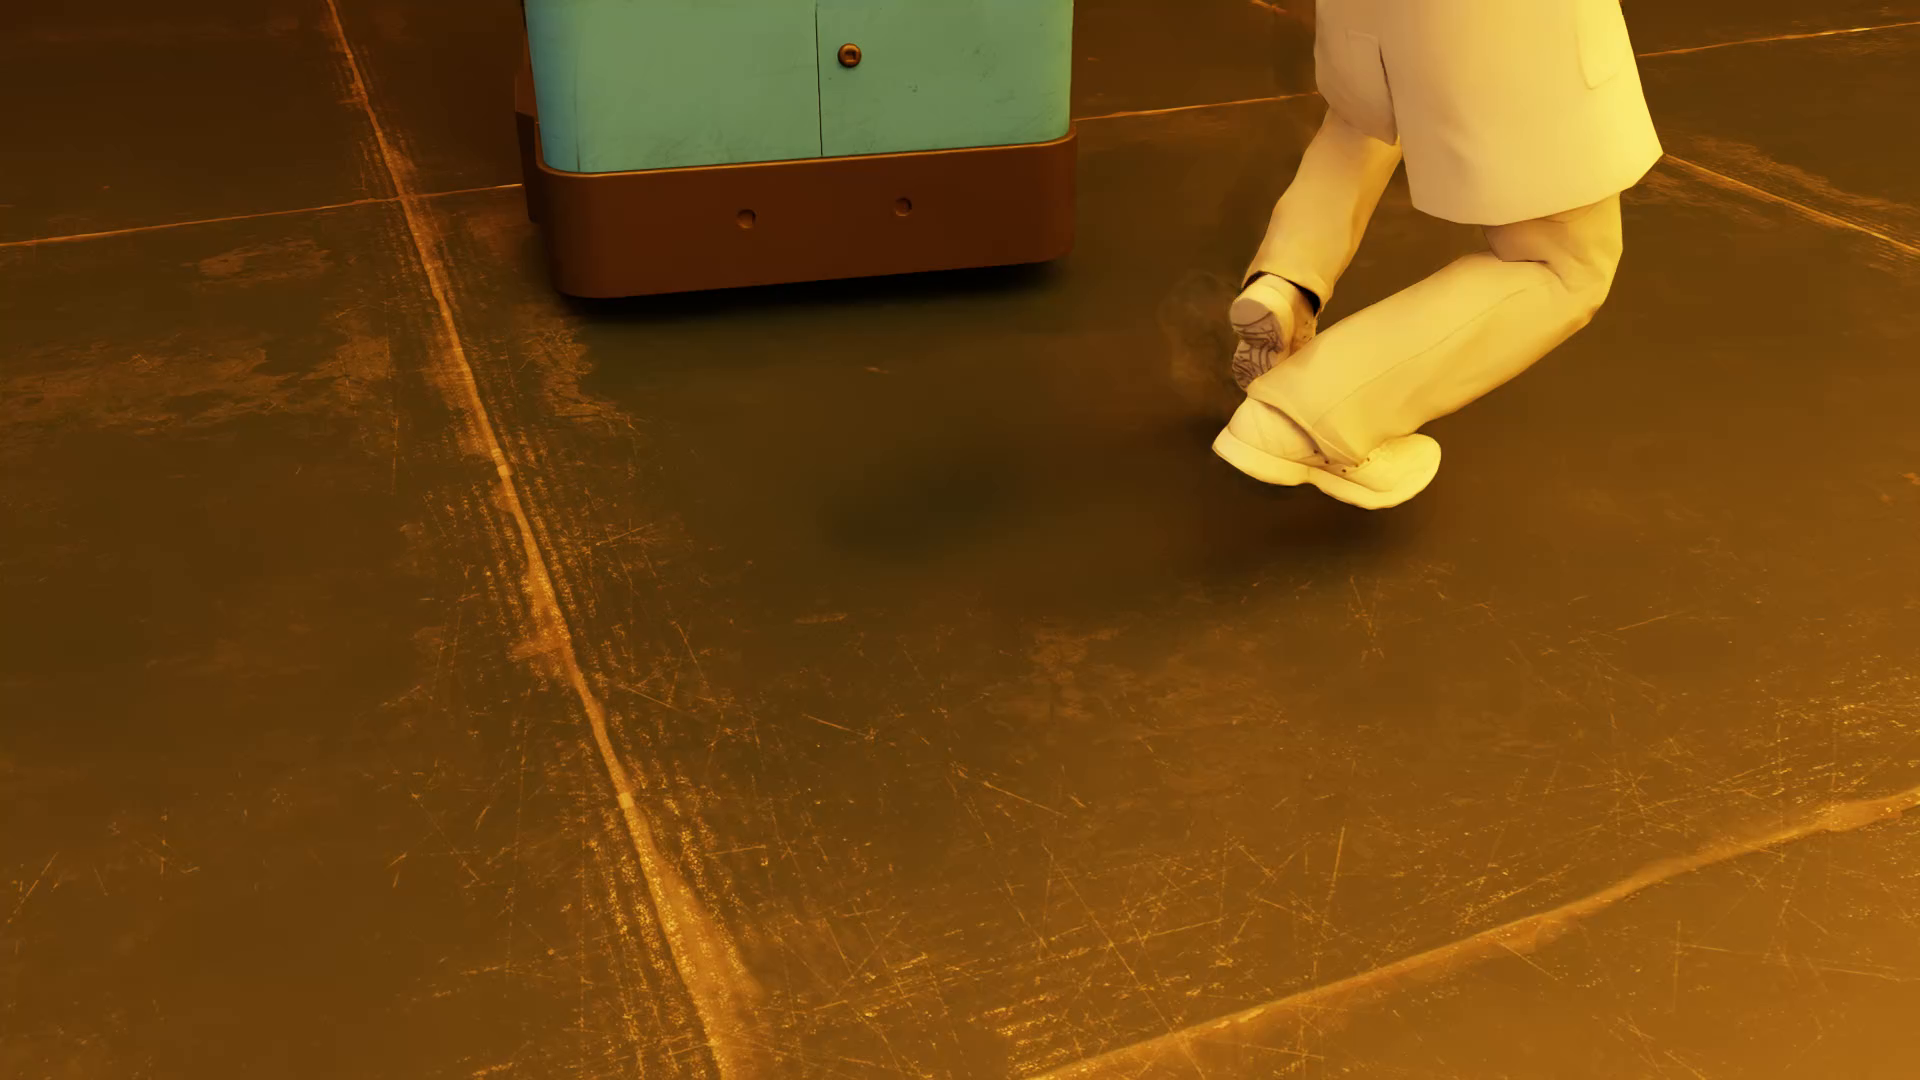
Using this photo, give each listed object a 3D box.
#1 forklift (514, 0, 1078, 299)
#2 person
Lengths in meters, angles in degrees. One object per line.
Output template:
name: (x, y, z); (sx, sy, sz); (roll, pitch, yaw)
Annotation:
forklift: (-0.603, -2.447, 3.834); (1.130, 2.935, 3.031); (-7, 30, -11)
person: (0.517, -0.906, 2.335); (0.797, 1.730, 1.102); (-18, 34, -28)
